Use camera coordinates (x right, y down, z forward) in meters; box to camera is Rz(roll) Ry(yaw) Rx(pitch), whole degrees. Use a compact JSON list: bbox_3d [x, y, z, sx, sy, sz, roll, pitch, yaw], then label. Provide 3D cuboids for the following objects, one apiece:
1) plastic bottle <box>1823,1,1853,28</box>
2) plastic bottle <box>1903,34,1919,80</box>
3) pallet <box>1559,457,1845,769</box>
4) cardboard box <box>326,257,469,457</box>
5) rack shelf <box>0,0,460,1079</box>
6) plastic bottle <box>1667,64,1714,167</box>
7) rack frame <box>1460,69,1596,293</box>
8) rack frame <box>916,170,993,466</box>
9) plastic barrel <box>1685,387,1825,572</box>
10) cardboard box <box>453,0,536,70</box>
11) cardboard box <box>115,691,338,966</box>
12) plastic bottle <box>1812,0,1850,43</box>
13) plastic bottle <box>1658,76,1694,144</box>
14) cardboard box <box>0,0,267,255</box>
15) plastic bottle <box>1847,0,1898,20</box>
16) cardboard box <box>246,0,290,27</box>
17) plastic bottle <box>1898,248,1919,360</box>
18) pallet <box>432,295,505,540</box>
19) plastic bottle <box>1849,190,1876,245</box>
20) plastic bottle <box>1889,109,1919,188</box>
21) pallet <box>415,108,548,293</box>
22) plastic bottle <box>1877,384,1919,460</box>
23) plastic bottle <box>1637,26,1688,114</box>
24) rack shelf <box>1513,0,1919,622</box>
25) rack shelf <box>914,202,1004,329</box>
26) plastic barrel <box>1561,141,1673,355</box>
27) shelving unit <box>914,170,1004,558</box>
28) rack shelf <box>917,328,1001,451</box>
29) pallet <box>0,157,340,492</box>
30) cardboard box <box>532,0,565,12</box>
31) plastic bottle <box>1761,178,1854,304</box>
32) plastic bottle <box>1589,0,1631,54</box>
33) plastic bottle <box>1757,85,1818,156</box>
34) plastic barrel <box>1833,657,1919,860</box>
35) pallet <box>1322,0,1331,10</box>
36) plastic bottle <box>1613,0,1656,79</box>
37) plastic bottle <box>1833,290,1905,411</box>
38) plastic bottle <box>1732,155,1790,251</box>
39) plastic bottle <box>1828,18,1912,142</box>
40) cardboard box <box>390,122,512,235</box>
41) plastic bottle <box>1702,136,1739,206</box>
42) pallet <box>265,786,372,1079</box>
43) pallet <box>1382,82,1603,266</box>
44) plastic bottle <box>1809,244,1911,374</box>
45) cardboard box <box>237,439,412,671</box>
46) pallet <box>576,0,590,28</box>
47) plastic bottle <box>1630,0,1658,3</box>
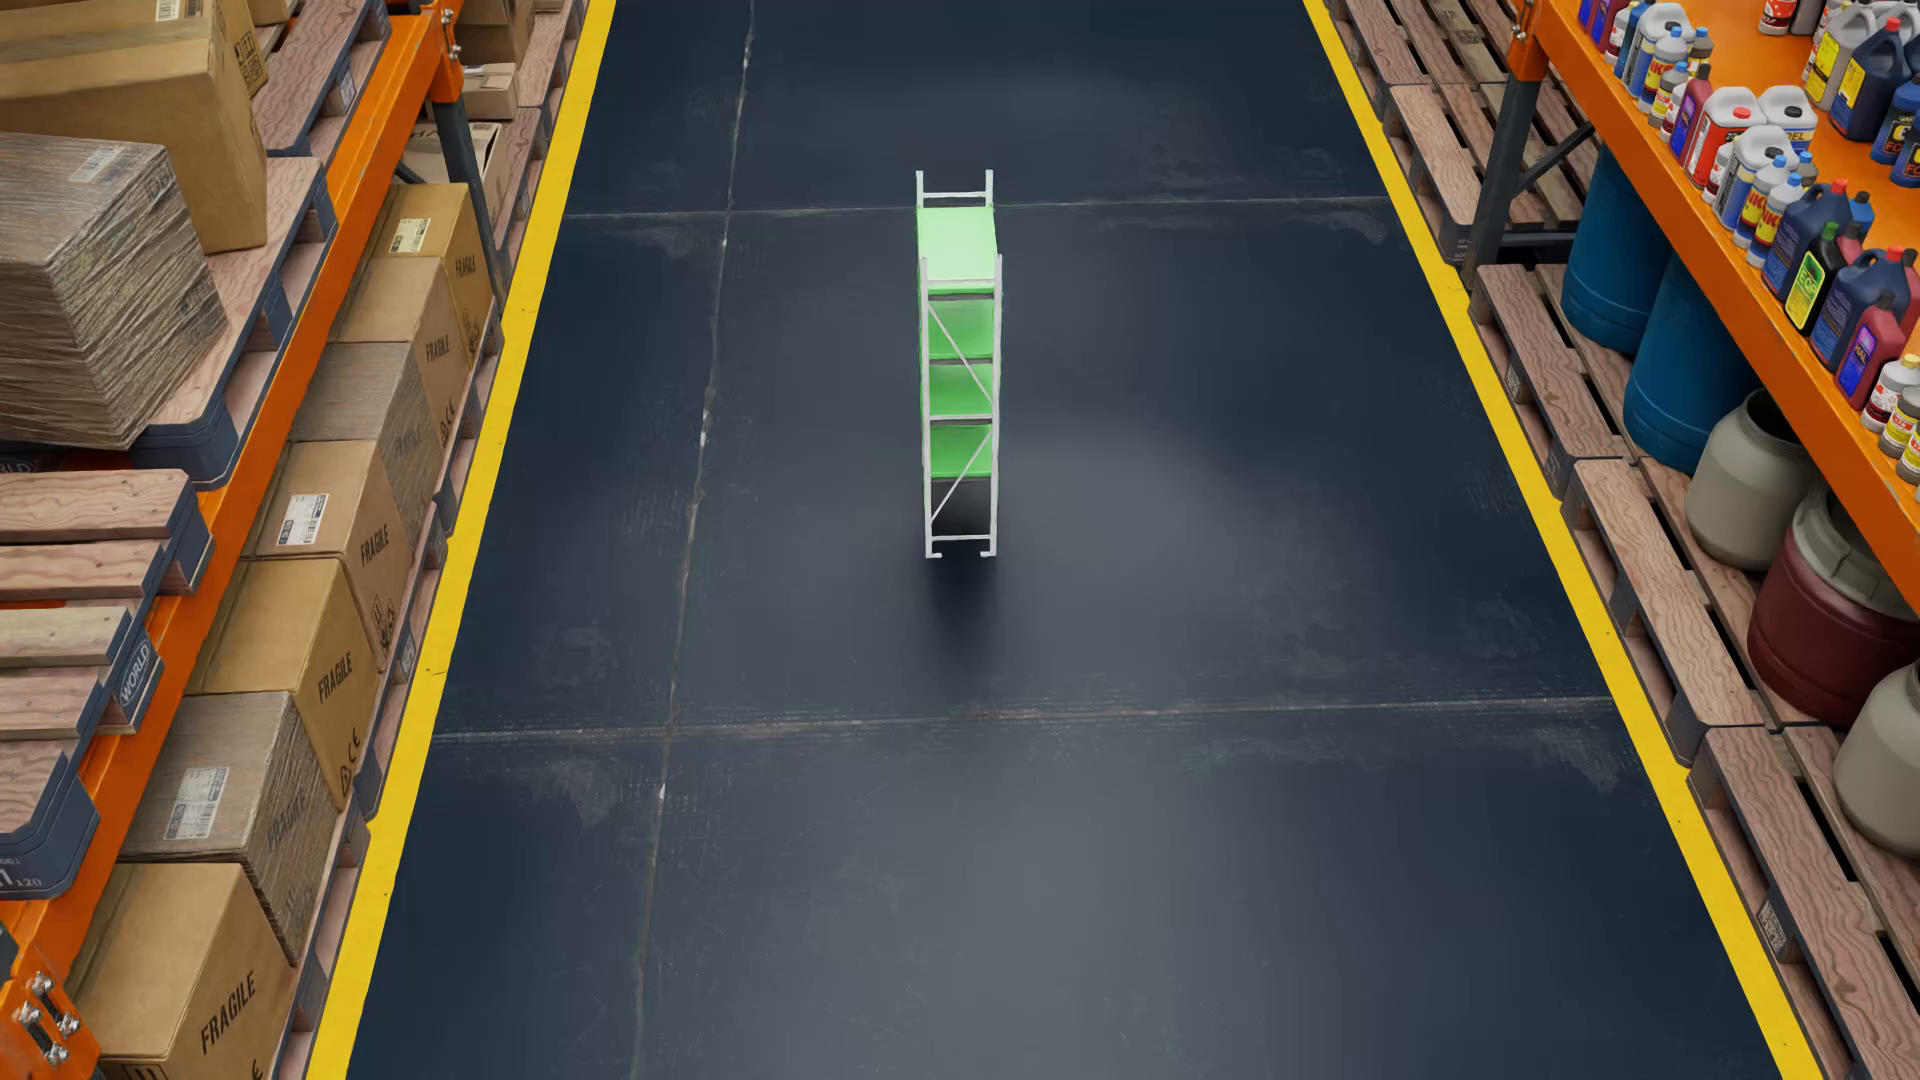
[{"bbox_3d":[2.909,-1.683,5.514,0.097,0.201,0.097,0,43,0],"label":"plastic bottle"},{"bbox_3d":[2.966,-1.429,5.125,0.144,0.351,0.185,-2,43,-2],"label":"plastic bottle"},{"bbox_3d":[2.638,0.193,5.383,1.003,0.211,1.213,-2,43,-2],"label":"pallet"},{"bbox_3d":[-2.037,-0.625,5.736,0.500,0.500,0.500,-2,43,-2],"label":"cardboard box"},{"bbox_3d":[-2.272,-0.428,4.529,1.077,0.370,4.000,-2,43,-2],"label":"rack shelf"},{"bbox_3d":[2.219,-1.280,5.013,0.061,0.283,0.133,-2,43,-2],"label":"plastic bottle"},{"bbox_3d":[2.592,-2.183,5.911,1.000,3.000,0.127,-2,43,-2],"label":"rack frame"},{"bbox_3d":[-0.017,-0.719,5.646,0.240,1.200,0.015,-2,43,-2],"label":"rack frame"},{"bbox_3d":[2.563,-0.191,5.269,0.421,0.512,0.421,0,43,0],"label":"plastic barrel"},{"bbox_3d":[-2.442,-2.553,7.838,0.797,0.503,0.637,-2,43,-2],"label":"cardboard box"},{"bbox_3d":[-1.949,0.748,4.239,0.500,0.500,0.500,-3,43,-3],"label":"cardboard box"},{"bbox_3d":[2.964,-1.775,5.614,0.097,0.201,0.097,0,43,0],"label":"plastic bottle"},{"bbox_3d":[2.232,-1.329,5.127,0.097,0.201,0.097,0,43,0],"label":"plastic bottle"},{"bbox_3d":[-2.220,-1.044,4.284,0.700,0.500,0.500,-12,44,-13],"label":"cardboard box"},{"bbox_3d":[2.947,-1.634,5.404,0.152,0.276,0.135,-2,43,-2],"label":"plastic bottle"},{"bbox_3d":[-2.560,-1.909,5.228,0.700,0.500,0.500,-15,45,-16],"label":"cardboard box"},{"bbox_3d":[2.406,-0.601,4.272,0.061,0.283,0.133,-2,43,-2],"label":"plastic bottle"},{"bbox_3d":[-2.285,-0.467,6.103,1.003,0.211,1.213,-2,43,-2],"label":"pallet"},{"bbox_3d":[2.410,-0.824,4.524,0.097,0.271,0.097,0,43,0],"label":"plastic bottle"},{"bbox_3d":[2.851,-1.184,4.918,0.097,0.271,0.097,0,43,0],"label":"plastic bottle"},{"bbox_3d":[-2.385,-1.479,7.207,1.003,0.211,1.213,-2,43,-2],"label":"pallet"},{"bbox_3d":[2.297,-0.299,4.003,0.097,0.201,0.097,0,43,0],"label":"plastic bottle"},{"bbox_3d":[2.224,-1.486,5.246,0.097,0.271,0.097,0,43,0],"label":"plastic bottle"},{"bbox_3d":[2.677,-0.567,4.681,1.077,0.370,4.000,-2,43,-2],"label":"rack shelf"},{"bbox_3d":[-0.007,-0.861,5.185,0.258,0.148,0.480,-2,43,-2],"label":"rack shelf"},{"bbox_3d":[2.598,-1.196,6.077,0.600,0.901,0.708,-2,43,-2],"label":"plastic barrel"},{"bbox_3d":[-0.007,-0.554,5.466,0.258,1.200,0.503,-2,43,-2],"label":"shelving unit"},{"bbox_3d":[-0.007,-0.507,5.510,0.258,0.148,0.480,-2,43,-2],"label":"rack shelf"},{"bbox_3d":[-2.274,-0.585,4.310,1.003,0.211,1.213,-2,43,-2],"label":"pallet"},{"bbox_3d":[-2.247,-2.890,8.392,0.500,0.250,0.500,-2,43,-2],"label":"cardboard box"},{"bbox_3d":[2.291,-0.820,4.461,0.144,0.351,0.185,-2,43,-2],"label":"plastic bottle"},{"bbox_3d":[2.187,-1.790,5.569,0.061,0.283,0.133,-2,43,-2],"label":"plastic bottle"},{"bbox_3d":[2.422,-1.193,4.923,0.152,0.276,0.135,-2,43,-2],"label":"plastic bottle"},{"bbox_3d":[2.611,0.572,4.437,0.421,0.512,0.421,0,43,0],"label":"plastic barrel"},{"bbox_3d":[2.418,-3.297,9.191,1.003,0.211,1.213,-2,43,-2],"label":"pallet"},{"bbox_3d":[2.214,-1.642,5.417,0.097,0.271,0.097,0,43,0],"label":"plastic bottle"},{"bbox_3d":[2.270,-0.472,4.131,0.061,0.283,0.133,-2,43,-2],"label":"plastic bottle"},{"bbox_3d":[2.258,-0.951,4.663,0.097,0.271,0.097,0,43,0],"label":"plastic bottle"},{"bbox_3d":[2.822,-1.425,5.121,0.144,0.351,0.185,-2,43,-2],"label":"plastic bottle"},{"bbox_3d":[-2.159,-1.504,6.835,0.500,0.311,0.500,-2,43,-2],"label":"cardboard box"},{"bbox_3d":[2.248,-1.082,4.857,0.097,0.201,0.097,0,43,0],"label":"plastic bottle"},{"bbox_3d":[-2.181,1.180,4.306,1.003,0.211,1.213,-2,43,-2],"label":"pallet"},{"bbox_3d":[2.522,-1.650,7.394,1.003,0.211,1.213,-2,43,-2],"label":"pallet"},{"bbox_3d":[2.305,-0.605,4.227,0.144,0.351,0.185,-2,43,-2],"label":"plastic bottle"},{"bbox_3d":[-1.992,0.057,4.992,0.500,0.500,0.500,-3,43,-3],"label":"cardboard box"},{"bbox_3d":[-2.489,-3.126,9.004,1.003,0.211,1.213,-2,43,-2],"label":"pallet"},{"bbox_3d":[2.285,-1.890,5.629,0.144,0.351,0.185,-2,43,-2],"label":"plastic bottle"}]
